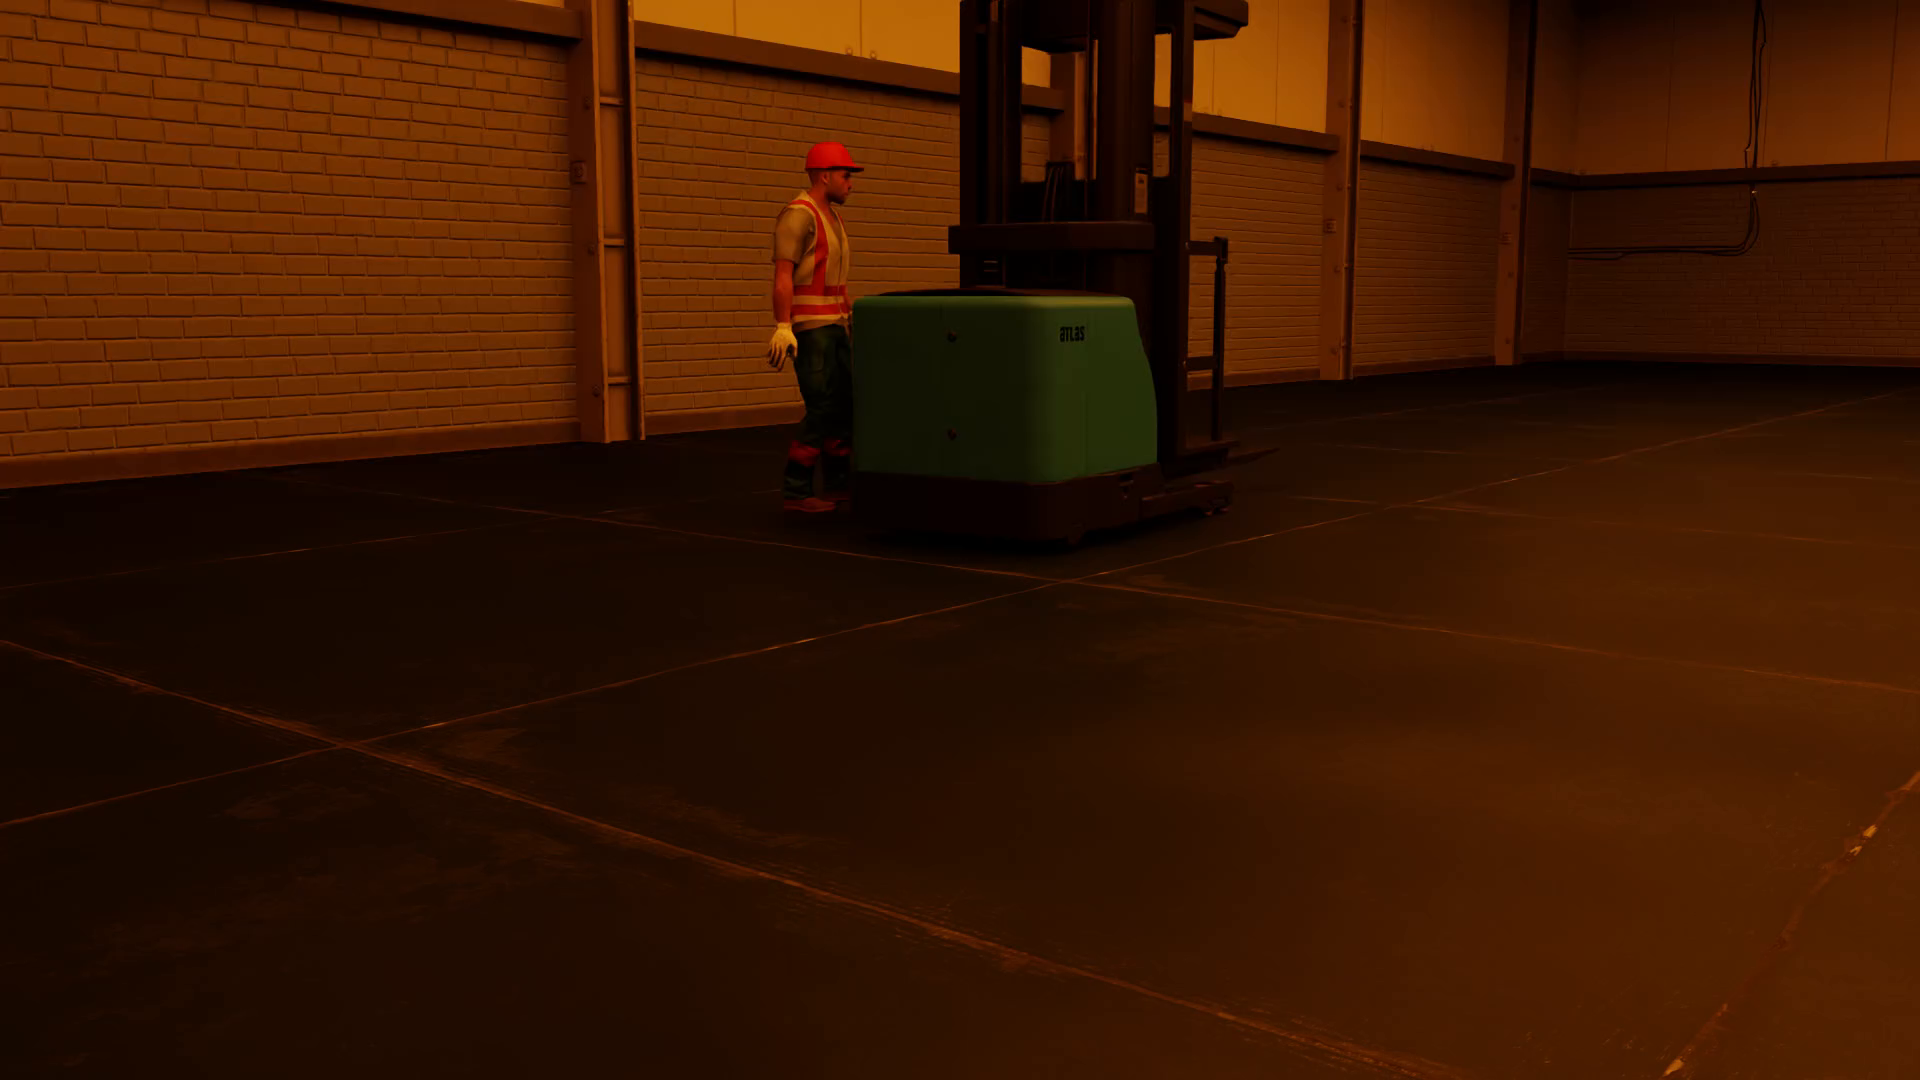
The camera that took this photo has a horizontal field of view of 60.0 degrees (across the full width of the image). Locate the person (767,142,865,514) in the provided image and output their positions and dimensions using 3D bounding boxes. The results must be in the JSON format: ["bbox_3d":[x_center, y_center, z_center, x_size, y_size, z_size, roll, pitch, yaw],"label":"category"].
[{"bbox_3d":[-0.659,-1.013,7.997,0.413,1.756,0.805,2,9,15],"label":"person"}]

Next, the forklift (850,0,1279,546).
[{"bbox_3d":[0.723,-1.596,8.185,1.130,2.935,3.031,5,10,32],"label":"forklift"}]
